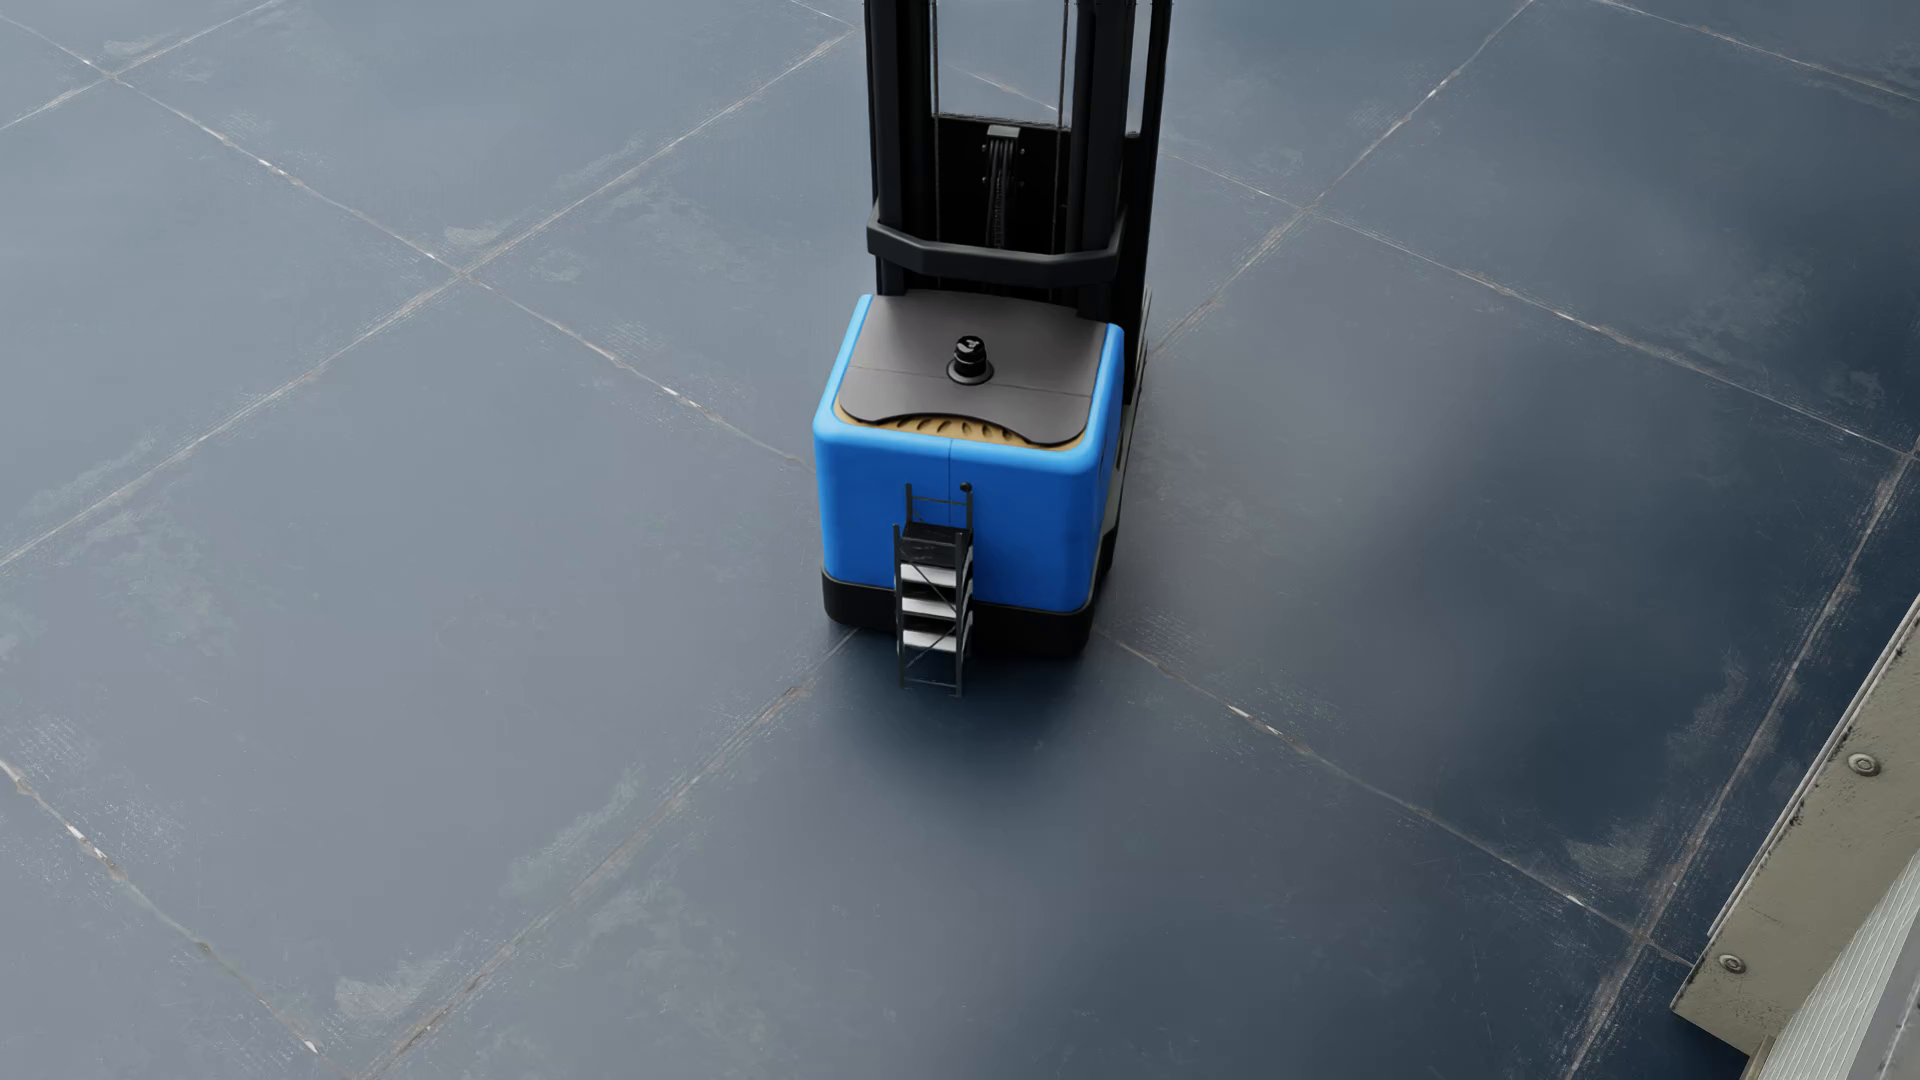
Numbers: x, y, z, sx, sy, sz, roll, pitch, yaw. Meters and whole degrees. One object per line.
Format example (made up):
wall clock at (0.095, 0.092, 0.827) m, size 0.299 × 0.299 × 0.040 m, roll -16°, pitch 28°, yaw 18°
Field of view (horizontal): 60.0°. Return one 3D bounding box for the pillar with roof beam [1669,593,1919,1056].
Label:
pillar with roof beam at (-0.841, -3.522, 4.055) m, size 9.100 × 9.000 × 0.400 m, roll 29°, pitch 53°, yaw 25°

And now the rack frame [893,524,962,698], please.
rack frame at (-0.112, 0.273, 6.031) m, size 0.240 × 0.900 × 0.006 m, roll 8°, pitch 47°, yaw 7°

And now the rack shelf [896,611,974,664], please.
rack shelf at (-0.093, 0.349, 6.254) m, size 0.258 × 0.077 × 0.200 m, roll 8°, pitch 47°, yaw 7°

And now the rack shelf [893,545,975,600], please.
rack shelf at (-0.093, 0.100, 5.994) m, size 0.258 × 0.077 × 0.200 m, roll 8°, pitch 47°, yaw 7°

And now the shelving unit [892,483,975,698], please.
shelving unit at (-0.093, 0.201, 6.100) m, size 0.258 × 0.900 × 0.210 m, roll 8°, pitch 47°, yaw 7°

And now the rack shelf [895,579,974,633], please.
rack shelf at (-0.093, 0.224, 6.124) m, size 0.258 × 0.077 × 0.200 m, roll 8°, pitch 47°, yaw 7°

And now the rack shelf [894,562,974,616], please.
rack shelf at (-0.093, 0.162, 6.059) m, size 0.258 × 0.077 × 0.200 m, roll 8°, pitch 47°, yaw 7°

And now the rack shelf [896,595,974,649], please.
rack shelf at (-0.093, 0.286, 6.189) m, size 0.258 × 0.077 × 0.200 m, roll 8°, pitch 47°, yaw 7°

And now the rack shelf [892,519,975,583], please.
rack shelf at (-0.093, 0.038, 5.929) m, size 0.258 × 0.077 × 0.200 m, roll 8°, pitch 47°, yaw 7°

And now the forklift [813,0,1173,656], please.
forklift at (0.247, -1.650, 6.464) m, size 1.130 × 2.935 × 3.031 m, roll 8°, pitch 47°, yaw 7°

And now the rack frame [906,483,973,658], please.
rack frame at (-0.074, 0.129, 6.169) m, size 0.240 × 0.900 × 0.006 m, roll 8°, pitch 47°, yaw 7°
